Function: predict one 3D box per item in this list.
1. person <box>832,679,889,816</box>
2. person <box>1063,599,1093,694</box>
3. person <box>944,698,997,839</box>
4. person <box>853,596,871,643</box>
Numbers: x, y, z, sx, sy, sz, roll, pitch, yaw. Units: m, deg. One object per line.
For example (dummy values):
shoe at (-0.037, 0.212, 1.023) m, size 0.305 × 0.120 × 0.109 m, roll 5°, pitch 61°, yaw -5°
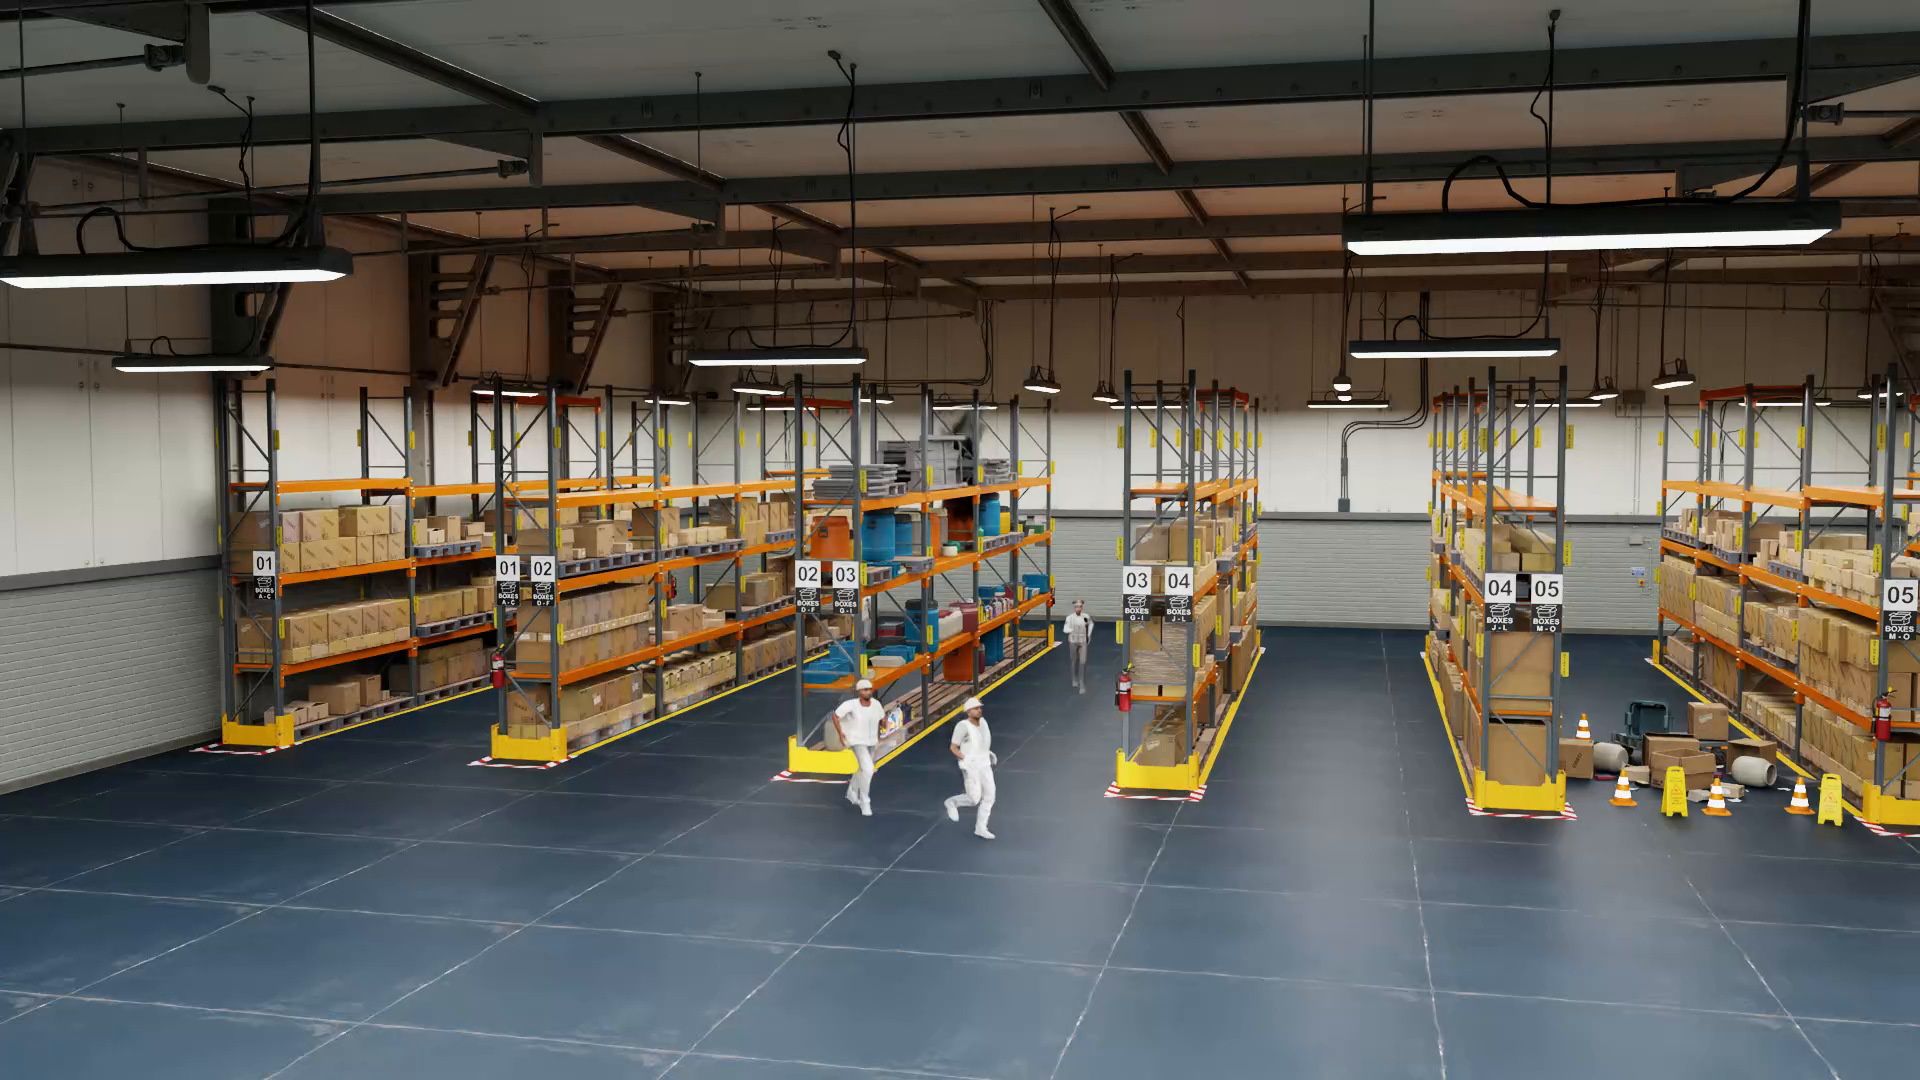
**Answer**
person at (-1.295, 2.785, 22.461) m, size 0.678 × 1.826 × 0.775 m, roll -3°, pitch 5°, yaw -43°
person at (2.231, 1.989, 31.385) m, size 0.557 × 1.765 × 0.780 m, roll 0°, pitch 3°, yaw 5°
person at (0.160, 2.874, 21.101) m, size 0.767 × 1.757 × 0.688 m, roll 3°, pitch 5°, yaw 44°
person at (-2.147, 1.787, 36.634) m, size 0.594 × 1.733 × 0.640 m, roll 0°, pitch 3°, yaw 5°
